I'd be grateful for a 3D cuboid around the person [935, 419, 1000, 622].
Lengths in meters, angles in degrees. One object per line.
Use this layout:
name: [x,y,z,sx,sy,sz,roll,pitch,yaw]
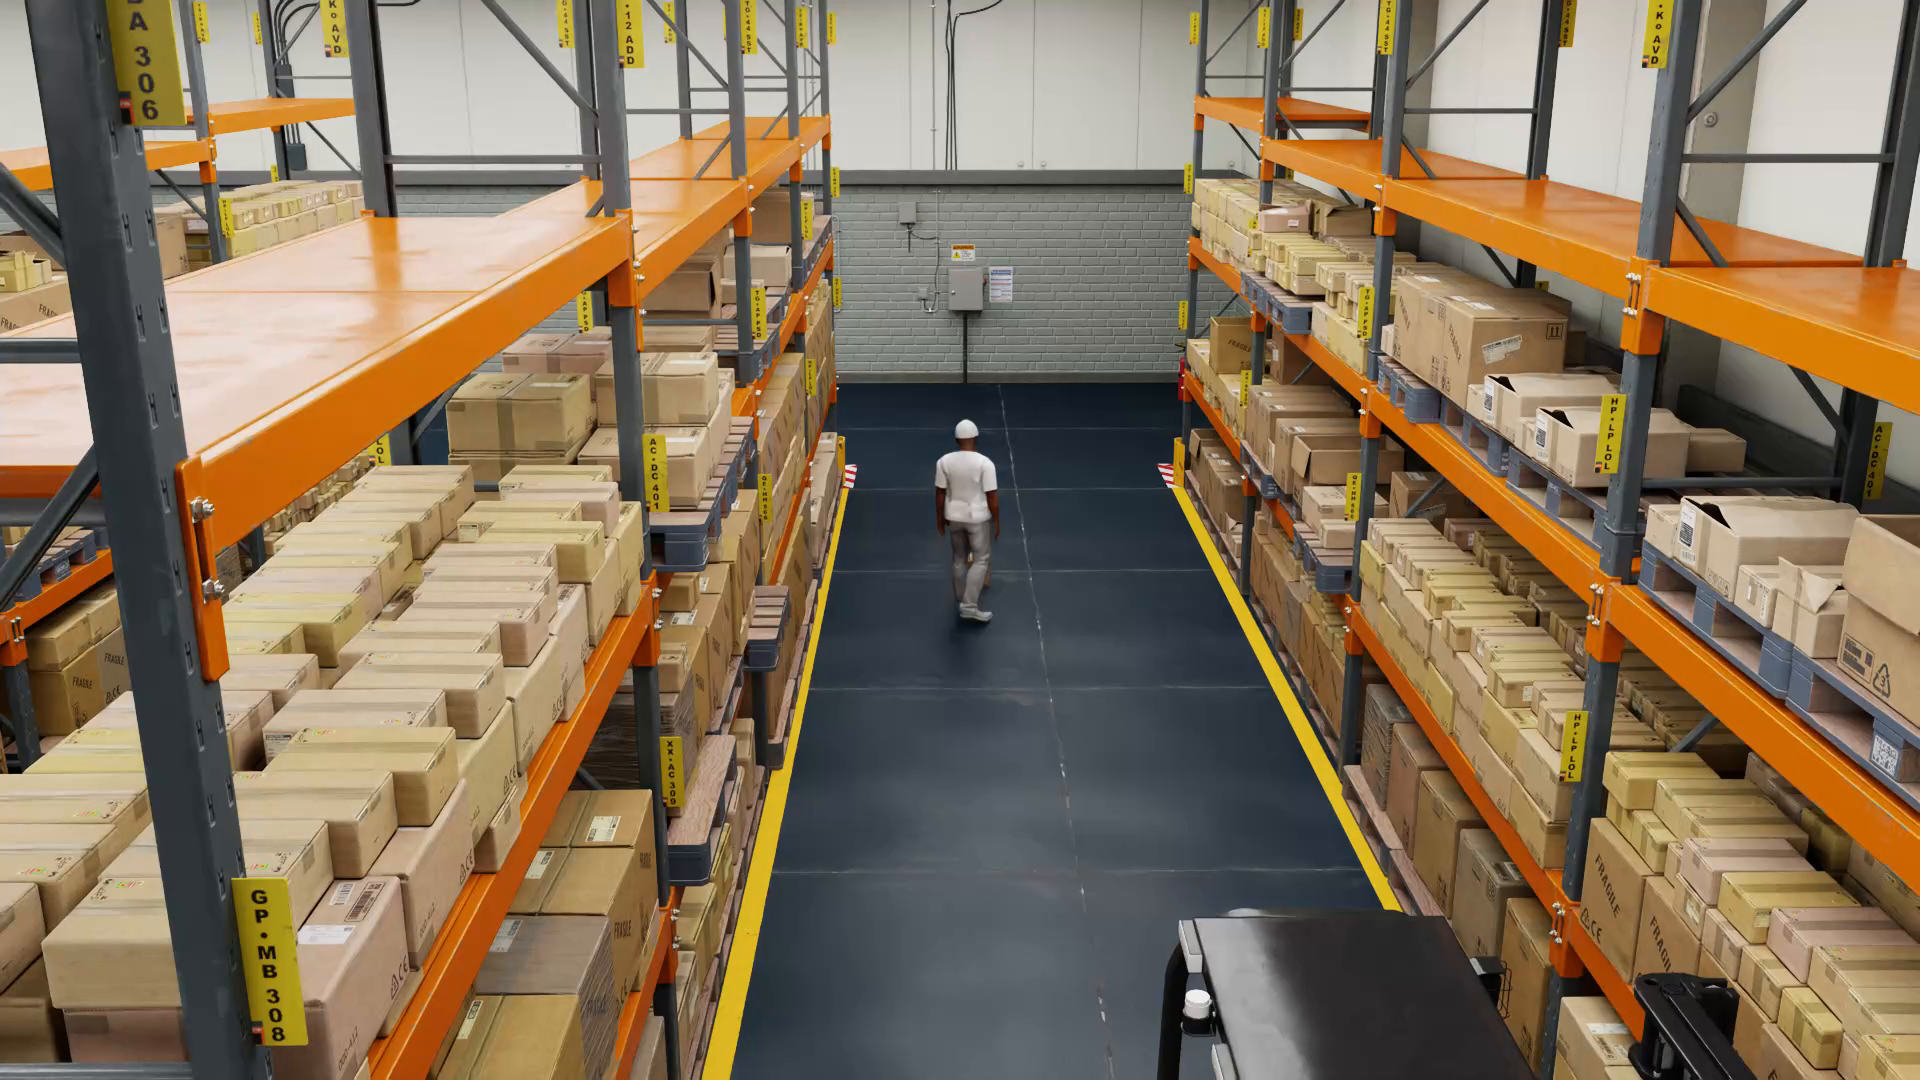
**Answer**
person: [0.065,-0.176,14.570,0.574,1.771,0.599,8,19,24]
